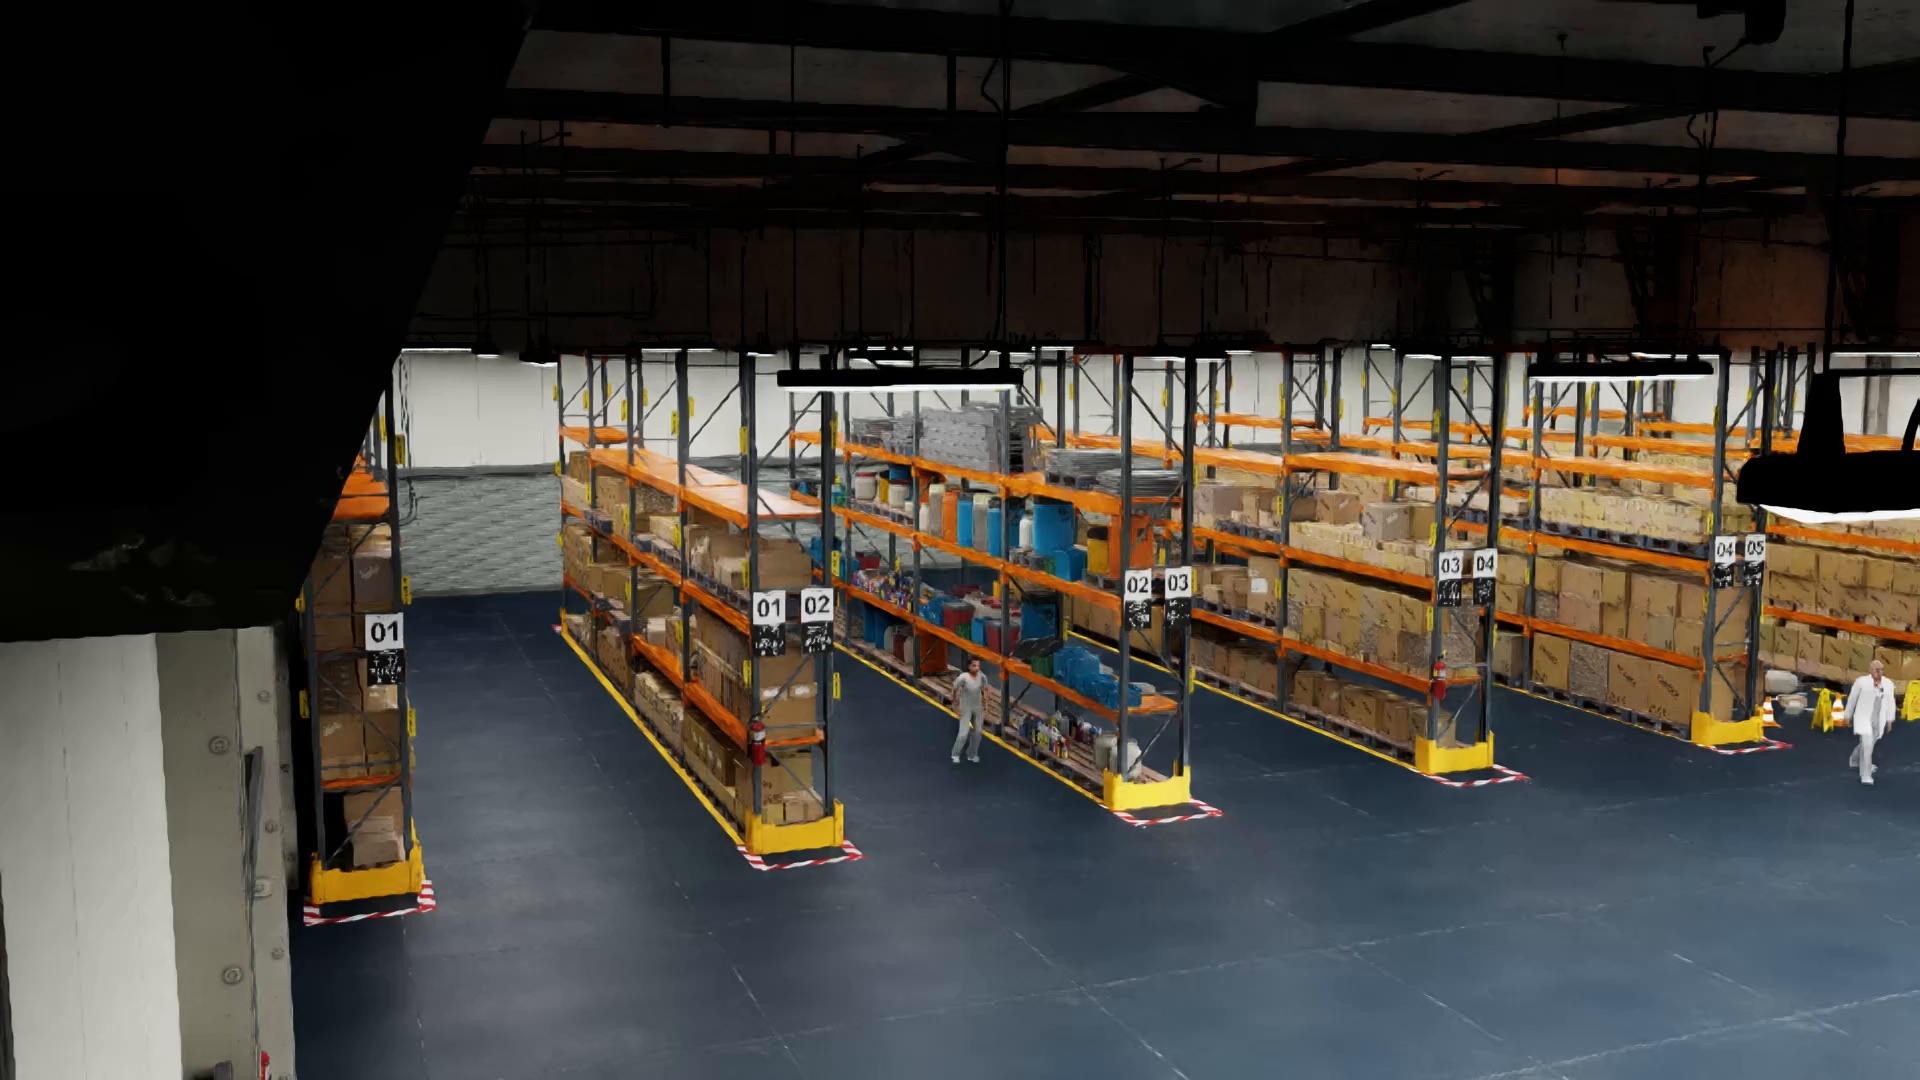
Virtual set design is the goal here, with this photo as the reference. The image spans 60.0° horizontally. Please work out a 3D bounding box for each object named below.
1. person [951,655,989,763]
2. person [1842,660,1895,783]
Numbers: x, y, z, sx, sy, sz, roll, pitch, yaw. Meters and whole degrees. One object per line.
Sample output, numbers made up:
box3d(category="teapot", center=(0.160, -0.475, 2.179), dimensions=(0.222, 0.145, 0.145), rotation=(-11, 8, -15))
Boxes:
box3d(category="person", center=(0.143, 2.463, 24.252), dimensions=(0.580, 1.619, 0.507), rotation=(-3, 8, -23))
box3d(category="person", center=(12.803, 2.514, 23.409), dimensions=(0.636, 1.722, 1.045), rotation=(0, 7, 0))
